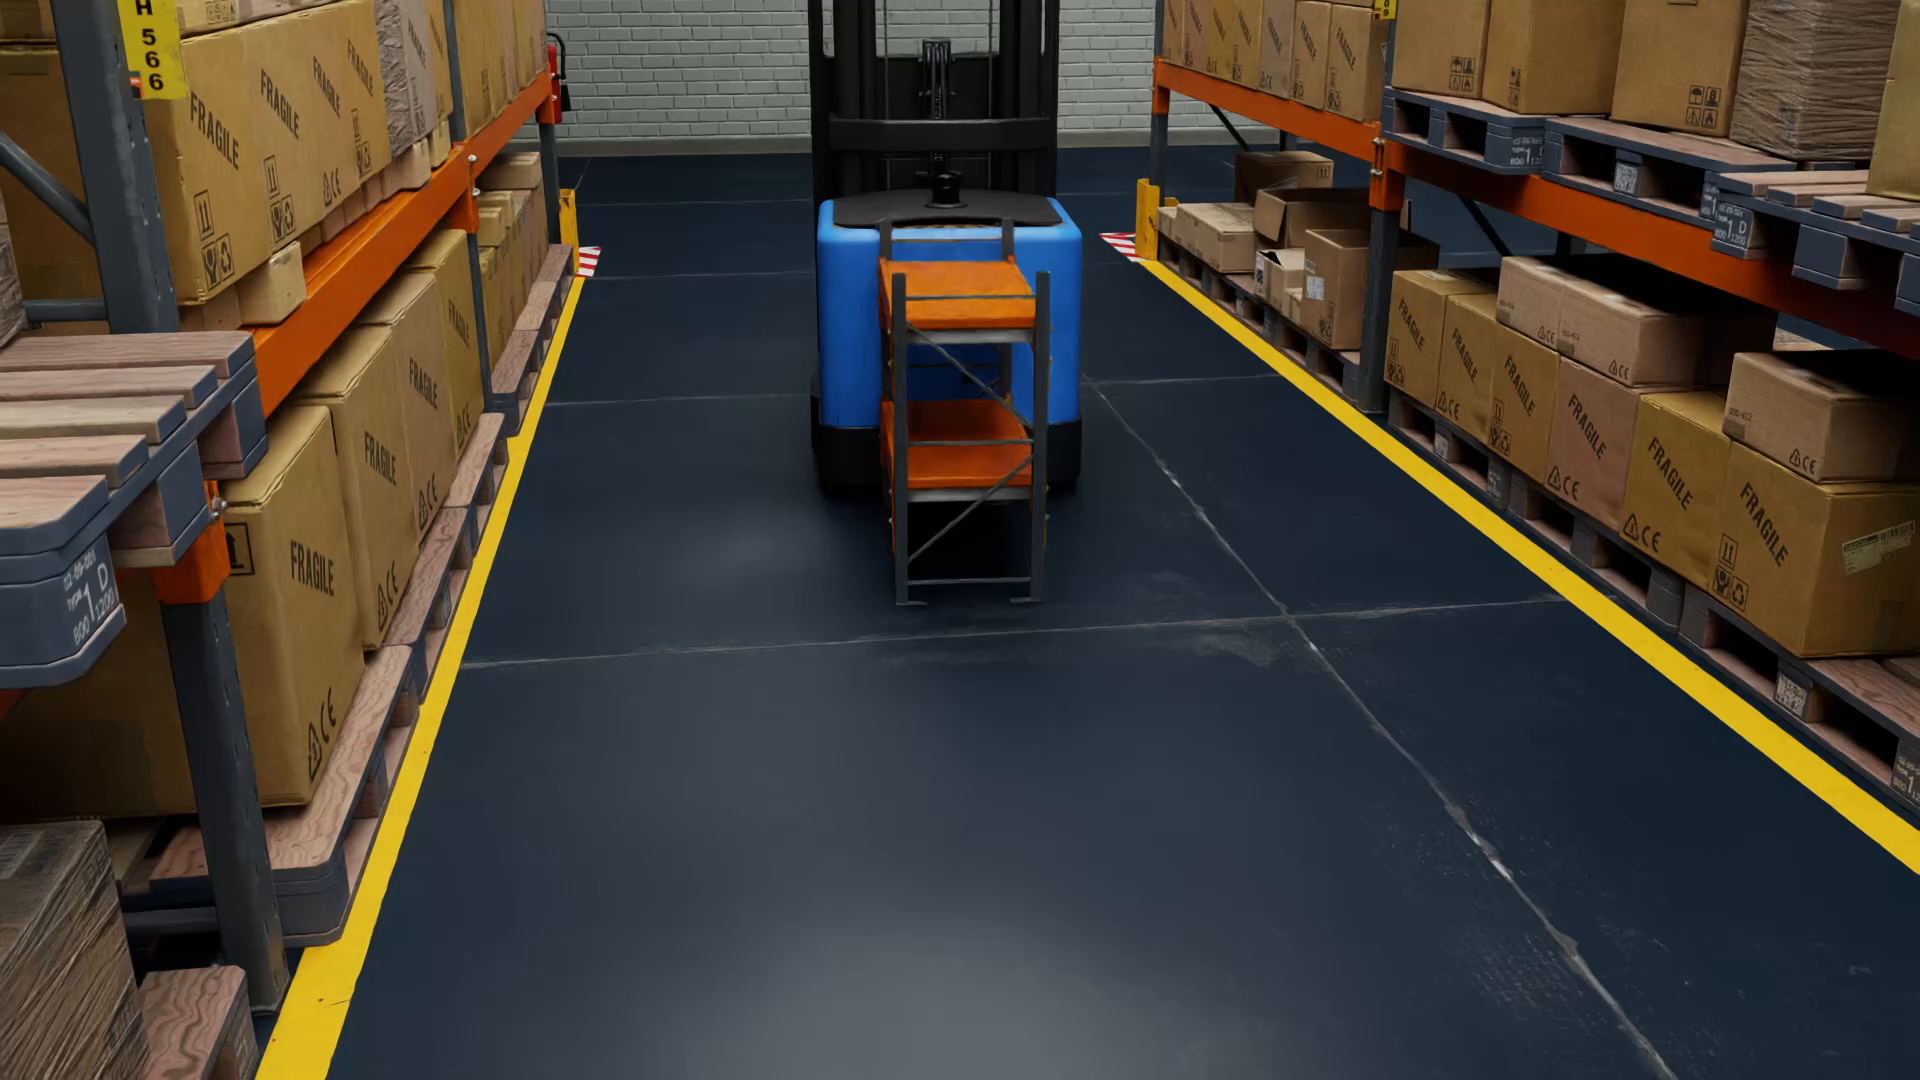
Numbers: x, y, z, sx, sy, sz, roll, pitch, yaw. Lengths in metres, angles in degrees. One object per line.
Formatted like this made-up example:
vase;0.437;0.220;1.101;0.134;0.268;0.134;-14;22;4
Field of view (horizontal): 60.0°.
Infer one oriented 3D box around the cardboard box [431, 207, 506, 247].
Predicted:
cardboard box;-2.401;-1.502;7.995;0.380;0.149;0.250;-2;21;-6

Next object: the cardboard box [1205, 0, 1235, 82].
cardboard box;1.751;-2.944;9.668;0.500;0.500;0.500;-3;21;-8

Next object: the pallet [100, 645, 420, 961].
pallet;-1.989;0.634;4.216;1.003;0.211;1.213;-3;21;-8

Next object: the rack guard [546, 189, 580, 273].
rack guard;-3.106;-2.002;10.863;1.175;0.500;0.348;-3;21;-8

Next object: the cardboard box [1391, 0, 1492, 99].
cardboard box;2.222;-2.100;6.807;0.700;0.500;0.500;-10;23;-26

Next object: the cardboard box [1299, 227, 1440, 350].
cardboard box;2.012;-1.249;8.218;0.500;0.500;0.500;-3;21;-8

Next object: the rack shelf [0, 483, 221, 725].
rack shelf;-1.661;0.634;1.259;1.077;0.370;4.000;-3;21;-8

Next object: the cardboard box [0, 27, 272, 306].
cardboard box;-1.766;-0.772;3.399;0.500;0.500;0.500;-2;21;-6

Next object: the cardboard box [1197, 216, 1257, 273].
cardboard box;1.740;-1.785;10.010;0.500;0.250;0.500;-3;21;-8

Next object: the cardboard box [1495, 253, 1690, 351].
cardboard box;2.348;-0.892;6.188;0.500;0.250;0.500;-3;21;-8

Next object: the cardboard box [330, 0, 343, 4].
cardboard box;-1.994;-1.648;4.672;0.500;0.250;0.500;-3;21;-9

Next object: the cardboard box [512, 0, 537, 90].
cardboard box;-2.903;-2.878;9.206;0.980;0.700;0.700;-3;21;-8

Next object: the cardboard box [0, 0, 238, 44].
cardboard box;-1.764;-1.122;3.265;0.500;0.250;0.500;-2;21;-6

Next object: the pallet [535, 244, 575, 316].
pallet;-2.910;-1.586;10.161;1.003;0.211;1.213;-3;21;-8

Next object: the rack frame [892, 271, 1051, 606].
rack frame;0.034;-0.316;5.441;0.500;1.125;0.032;-1;20;-5

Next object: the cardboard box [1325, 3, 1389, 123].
cardboard box;2.049;-2.238;7.779;0.500;0.500;0.500;-3;21;-7

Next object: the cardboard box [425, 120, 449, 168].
cardboard box;-2.137;-1.483;6.230;0.380;0.149;0.250;-3;21;-7

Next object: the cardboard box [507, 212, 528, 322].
cardboard box;-2.673;-1.422;8.708;0.700;0.500;0.500;-2;21;-6

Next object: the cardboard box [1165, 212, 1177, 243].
cardboard box;1.555;-2.046;10.828;0.380;0.166;0.250;-3;21;-8

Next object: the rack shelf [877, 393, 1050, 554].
rack shelf;-0.010;-0.262;6.000;0.538;0.278;1.000;-1;20;-5

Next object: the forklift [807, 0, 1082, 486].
forklift;-0.131;-2.058;7.538;1.130;2.935;3.031;-1;21;-4

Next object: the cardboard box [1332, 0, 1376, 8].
cardboard box;2.046;-2.709;7.609;0.500;0.500;0.500;-3;21;-7

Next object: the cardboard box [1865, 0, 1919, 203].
cardboard box;2.750;-1.102;4.137;0.700;0.500;0.500;-10;23;-26

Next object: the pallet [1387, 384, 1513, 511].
pallet;2.530;-0.445;7.107;1.003;0.211;1.213;-3;21;-8

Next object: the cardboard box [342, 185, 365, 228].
cardboard box;-2.031;-1.034;5.029;0.380;0.149;0.250;-2;21;-6

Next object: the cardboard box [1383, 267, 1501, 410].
cardboard box;2.204;-0.887;7.247;0.500;0.500;0.500;-4;21;-10

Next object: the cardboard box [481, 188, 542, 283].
cardboard box;-2.831;-1.780;9.668;0.700;0.500;0.500;-3;21;-8

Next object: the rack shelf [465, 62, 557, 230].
rack shelf;-2.814;-2.136;8.675;1.077;0.370;4.000;-3;21;-8

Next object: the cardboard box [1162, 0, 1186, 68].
cardboard box;1.602;-3.296;10.611;0.500;0.500;0.500;-2;21;-7

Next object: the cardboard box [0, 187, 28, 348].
cardboard box;-1.872;-0.486;2.458;0.700;0.500;0.500;-5;21;-14

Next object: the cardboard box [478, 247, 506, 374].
cardboard box;-2.533;-1.070;7.766;0.700;0.500;0.500;-3;21;-7

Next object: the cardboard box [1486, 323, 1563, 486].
cardboard box;2.356;-0.529;6.289;0.500;0.500;0.500;-3;21;-7

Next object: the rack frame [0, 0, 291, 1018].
rack frame;-1.950;-0.395;2.987;1.000;3.000;0.127;-3;21;-8

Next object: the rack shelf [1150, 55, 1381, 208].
rack shelf;2.087;-2.387;9.348;1.077;0.370;4.000;-3;21;-8

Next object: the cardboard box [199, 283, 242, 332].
cardboard box;-1.795;-0.500;3.599;0.380;0.149;0.250;-3;21;-7

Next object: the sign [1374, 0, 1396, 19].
sign;1.839;-2.407;7.136;0.100;0.325;0.005;-3;21;-8

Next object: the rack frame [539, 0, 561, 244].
rack frame;-3.103;-3.165;10.403;1.000;3.000;0.127;-3;21;-8

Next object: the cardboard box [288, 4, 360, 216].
cardboard box;-1.903;-1.126;4.346;0.500;0.500;0.500;-3;21;-8

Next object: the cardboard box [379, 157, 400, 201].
cardboard box;-2.079;-1.214;5.511;0.380;0.149;0.250;-3;21;-8

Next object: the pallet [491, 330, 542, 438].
pallet;-2.558;-0.741;7.899;1.003;0.211;1.213;-3;21;-8

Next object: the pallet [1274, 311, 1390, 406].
pallet;2.277;-0.963;8.492;1.003;0.211;1.213;-3;21;-8

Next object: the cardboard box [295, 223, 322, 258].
cardboard box;-1.981;-0.857;4.553;0.380;0.149;0.250;-3;21;-7

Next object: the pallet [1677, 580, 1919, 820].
pallet;2.882;0.400;4.845;1.003;0.211;1.213;-3;21;-8

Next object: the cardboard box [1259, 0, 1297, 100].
cardboard box;1.897;-2.594;8.733;0.500;0.500;0.500;-2;21;-7

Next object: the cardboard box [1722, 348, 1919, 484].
cardboard box;2.572;-0.364;4.776;0.500;0.250;0.500;-2;21;-6

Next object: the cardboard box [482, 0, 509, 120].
cardboard box;-2.688;-2.362;7.825;0.980;0.700;0.700;-3;21;-9

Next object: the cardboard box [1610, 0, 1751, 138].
cardboard box;2.691;-1.666;5.647;0.700;0.500;0.500;-8;22;-21

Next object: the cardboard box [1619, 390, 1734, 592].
cardboard box;2.510;-0.173;5.335;0.500;0.500;0.500;-4;21;-10

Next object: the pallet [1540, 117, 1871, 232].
pallet;2.667;-1.230;5.495;1.003;0.211;1.213;-3;21;-8

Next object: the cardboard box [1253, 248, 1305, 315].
cardboard box;1.904;-1.420;8.946;0.500;0.311;0.500;-3;21;-8

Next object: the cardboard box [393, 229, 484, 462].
cardboard box;-2.304;-0.751;6.413;0.750;0.750;0.750;-3;21;-7

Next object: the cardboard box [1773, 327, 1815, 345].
cardboard box;2.865;-0.565;6.385;0.500;0.500;0.500;-3;21;-7

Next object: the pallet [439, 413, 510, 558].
pallet;-2.340;-0.210;6.478;1.003;0.211;1.213;-3;21;-8

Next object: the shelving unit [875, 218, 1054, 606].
shelving unit;-0.009;-0.492;5.916;0.538;1.125;1.048;-1;20;-5

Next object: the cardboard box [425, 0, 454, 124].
cardboard box;-2.210;-1.829;6.228;0.500;0.500;0.500;-3;21;-9

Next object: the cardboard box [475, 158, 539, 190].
cardboard box;-2.666;-2.134;9.687;0.380;0.149;0.250;-2;21;-6

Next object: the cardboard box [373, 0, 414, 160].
cardboard box;-2.063;-1.478;5.290;0.500;0.500;0.500;-3;21;-8

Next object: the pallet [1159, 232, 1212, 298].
pallet;1.925;-1.807;10.754;1.003;0.211;1.213;-3;21;-8

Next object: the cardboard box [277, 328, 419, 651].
cardboard box;-2.046;-0.150;4.802;0.750;0.750;0.750;-3;21;-8
